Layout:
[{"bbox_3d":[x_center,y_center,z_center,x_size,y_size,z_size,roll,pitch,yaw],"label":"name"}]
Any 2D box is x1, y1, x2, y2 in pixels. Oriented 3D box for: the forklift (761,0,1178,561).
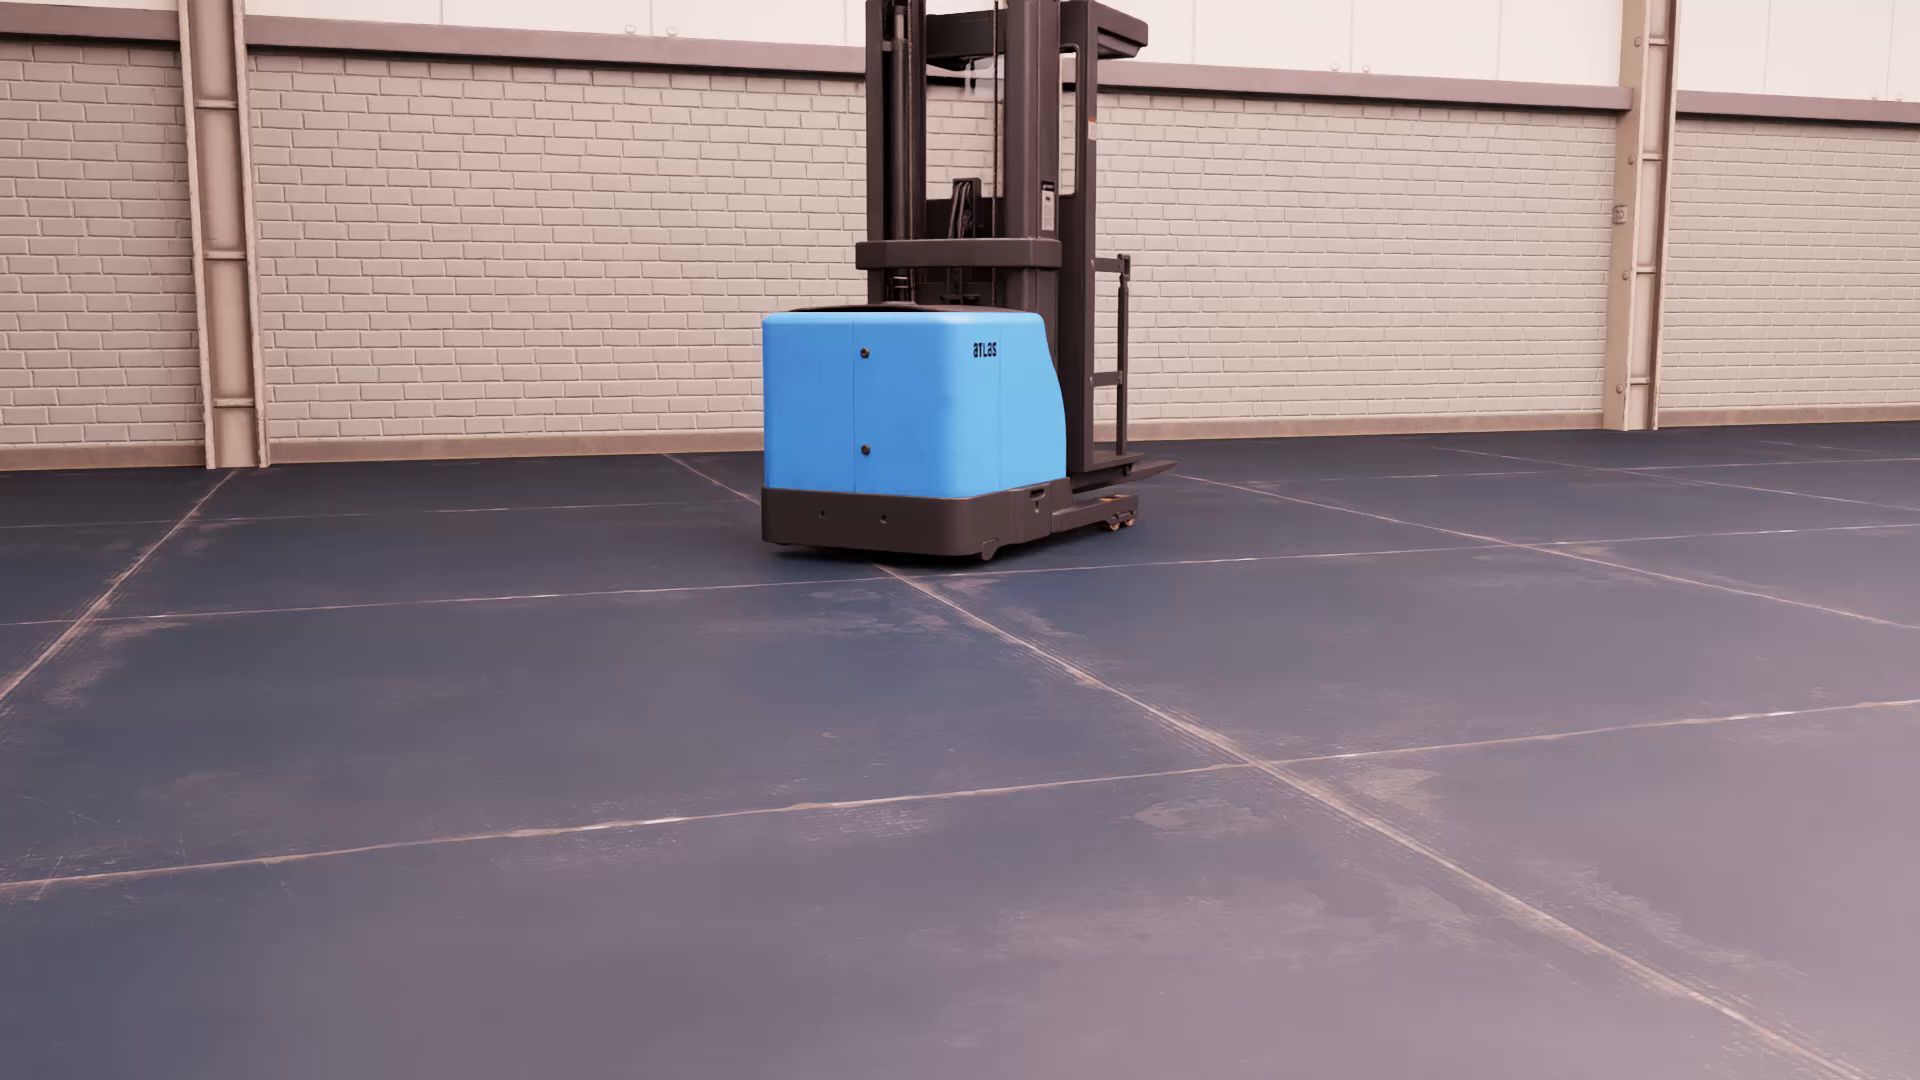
[{"bbox_3d":[0.255,-1.523,8.244,1.130,2.935,3.031,4,9,28],"label":"forklift"}]
